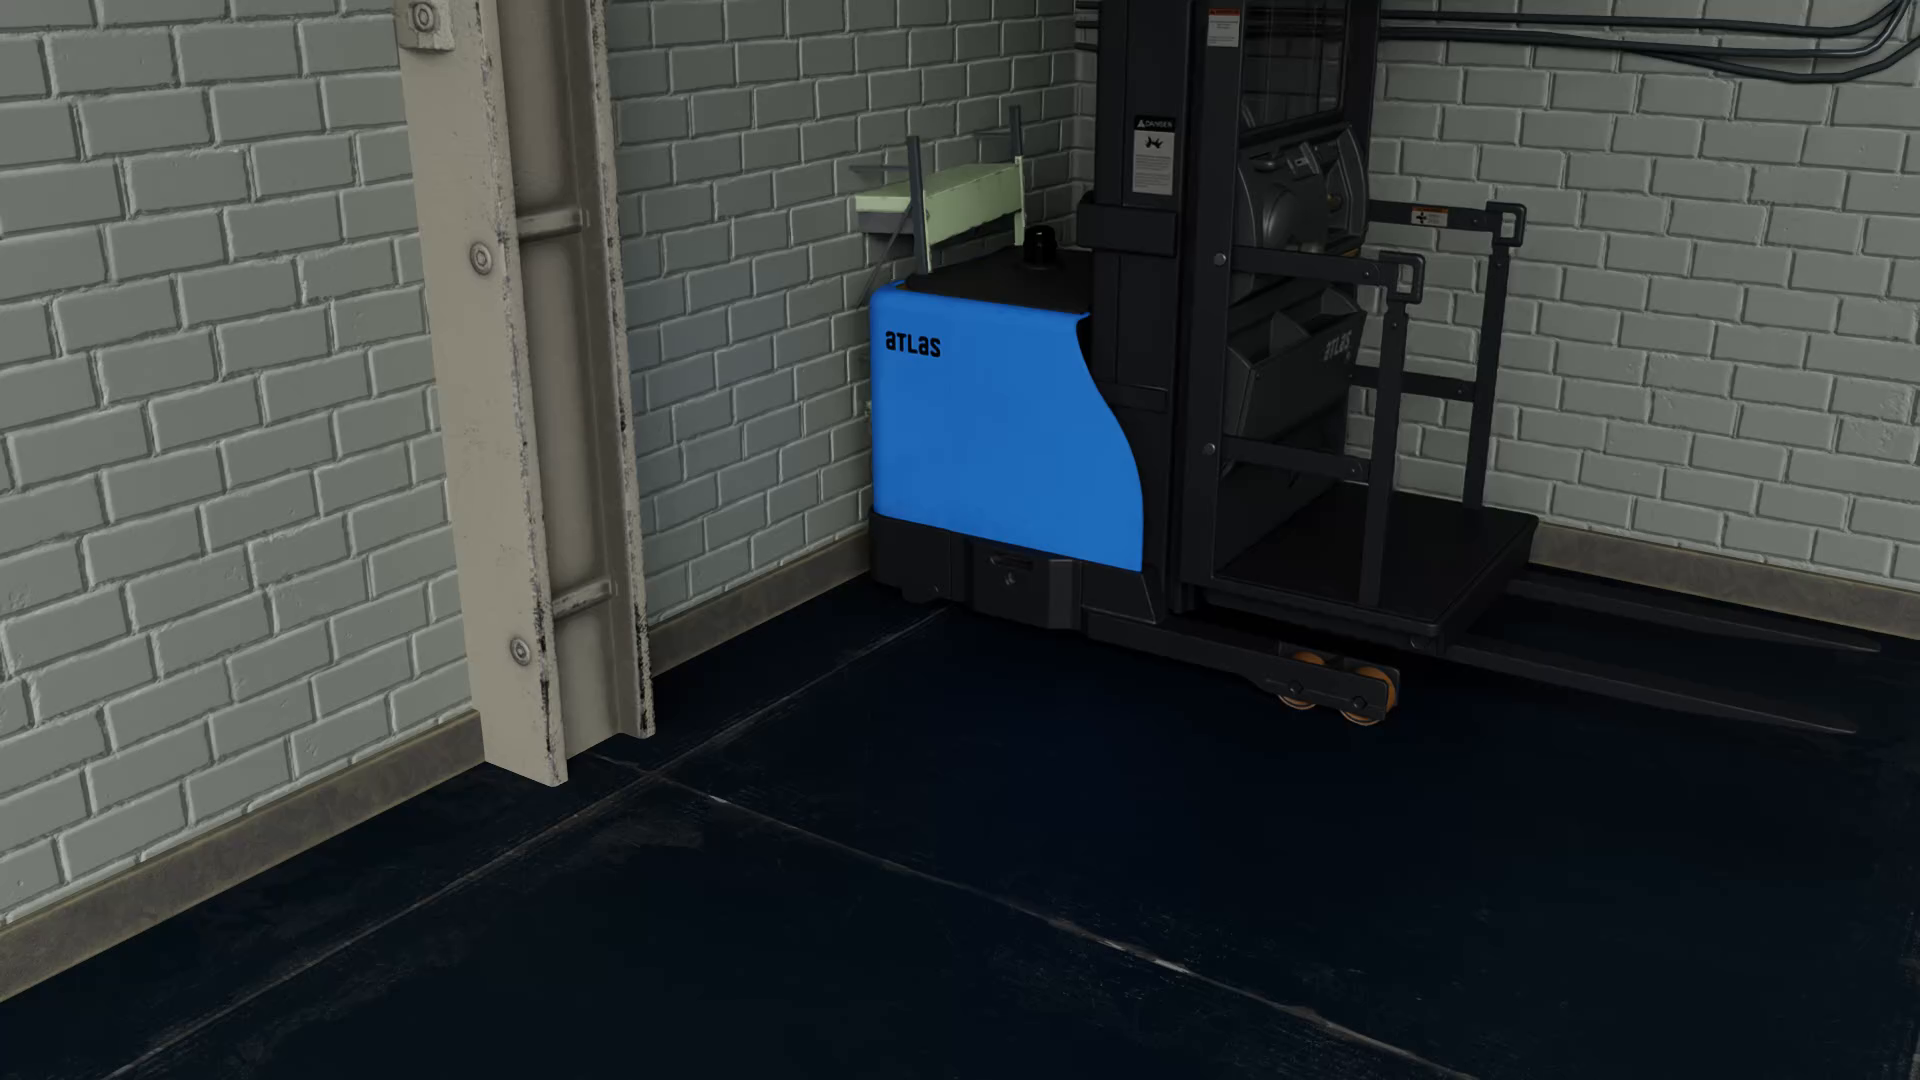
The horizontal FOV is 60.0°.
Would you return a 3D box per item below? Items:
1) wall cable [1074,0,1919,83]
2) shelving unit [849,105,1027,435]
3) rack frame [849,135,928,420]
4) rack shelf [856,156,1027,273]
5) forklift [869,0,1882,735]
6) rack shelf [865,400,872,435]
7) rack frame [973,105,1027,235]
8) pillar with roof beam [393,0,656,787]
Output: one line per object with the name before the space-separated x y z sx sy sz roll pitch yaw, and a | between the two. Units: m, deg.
wall cable | 1.643 -2.774 5.268 3.097 2.526 0.112 13 24 32
shelving unit | -0.089 -0.742 5.974 0.431 1.500 0.755 7 24 28
rack frame | -0.262 -0.616 5.677 0.400 1.500 0.023 7 24 28
rack shelf | -0.115 -1.106 5.835 0.431 0.370 0.720 7 24 28
forklift | 1.208 -1.048 4.874 3.031 2.935 1.130 12 24 30
rack shelf | -0.067 -0.438 6.090 0.431 0.370 0.720 7 24 28
rack frame | 0.084 -0.867 6.271 0.400 1.500 0.023 7 24 28
pillar with roof beam | 2.453 -2.803 0.872 9.100 9.000 0.400 13 24 32
